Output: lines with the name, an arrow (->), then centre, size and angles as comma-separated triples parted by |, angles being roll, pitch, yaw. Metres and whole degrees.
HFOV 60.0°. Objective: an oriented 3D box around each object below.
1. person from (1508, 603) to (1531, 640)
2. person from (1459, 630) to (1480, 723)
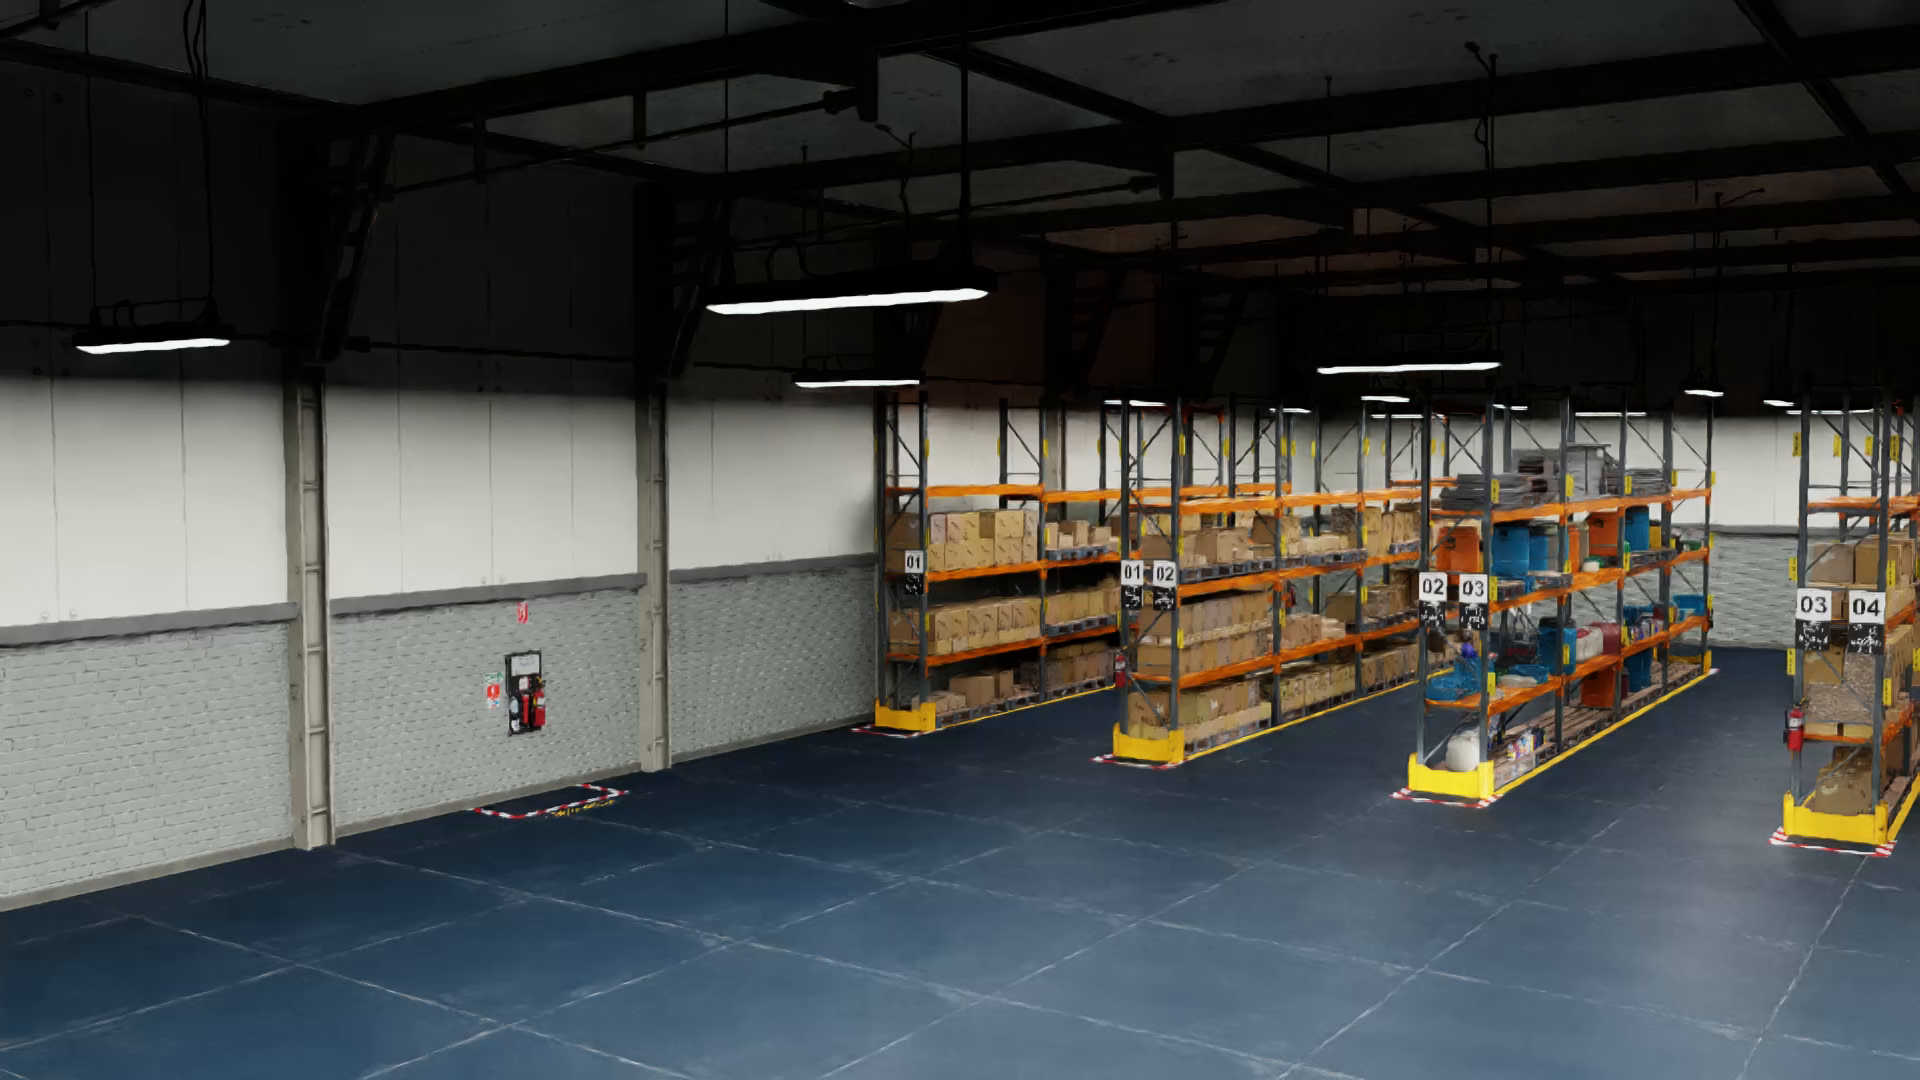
person -> 14.087, 1.865, 41.890 | 0.642, 1.610, 0.800 | 1, 3, 16
person -> 9.302, 2.478, 30.337 | 0.422, 1.663, 0.502 | 0, 3, 4
